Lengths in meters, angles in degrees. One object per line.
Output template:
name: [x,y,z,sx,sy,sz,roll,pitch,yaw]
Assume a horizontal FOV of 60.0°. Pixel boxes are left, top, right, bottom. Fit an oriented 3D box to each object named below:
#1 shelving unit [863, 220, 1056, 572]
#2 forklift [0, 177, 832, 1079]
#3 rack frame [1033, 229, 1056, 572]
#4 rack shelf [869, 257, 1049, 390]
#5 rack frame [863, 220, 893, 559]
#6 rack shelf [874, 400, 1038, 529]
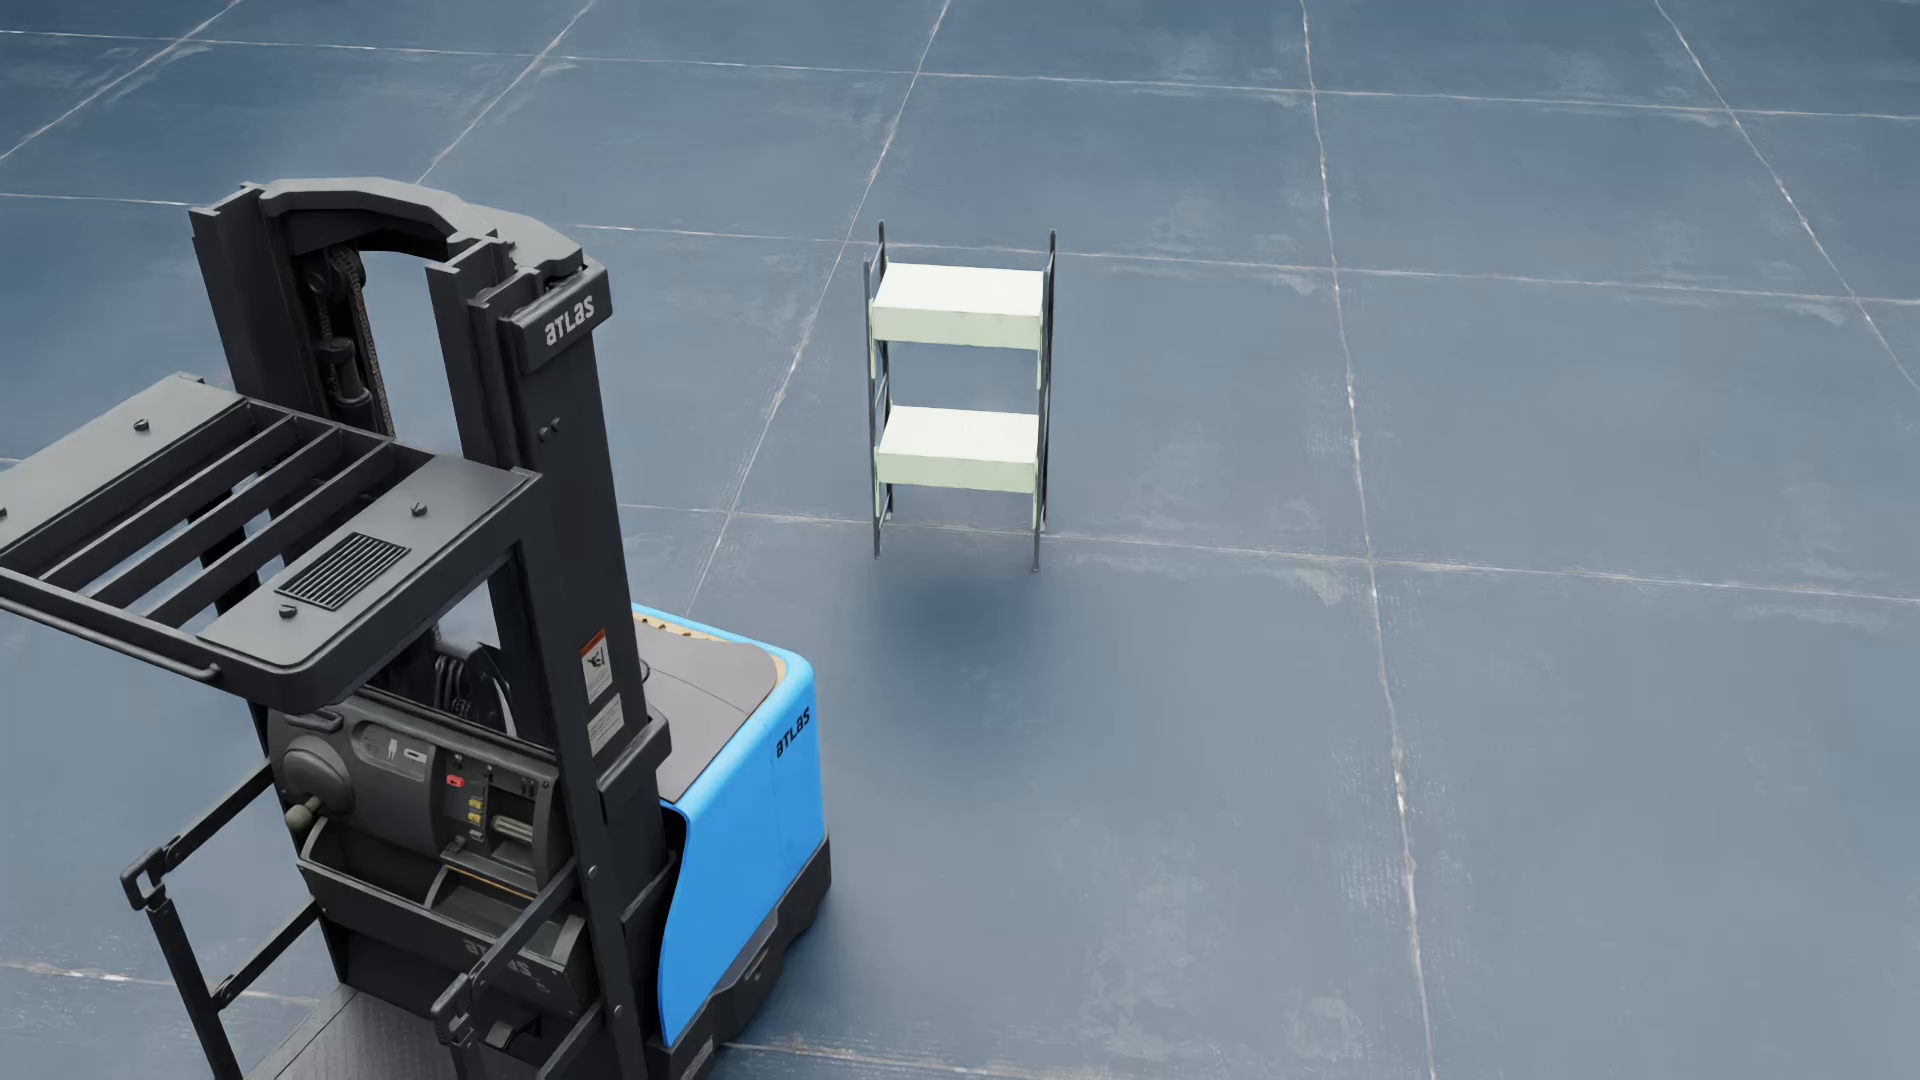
shelving unit: [0.007,-0.610,7.314,0.755,1.500,0.431,4,36,6]
forklift: [-1.540,0.717,4.222,1.130,2.935,3.031,15,38,20]
rack frame: [0.370,-0.583,7.276,0.023,1.500,0.400,4,36,6]
rack shelf: [0.007,-0.928,7.087,0.720,0.370,0.431,4,36,6]
rack frame: [-0.356,-0.637,7.352,0.023,1.500,0.400,4,36,6]
rack shelf: [0.007,-0.345,7.503,0.720,0.370,0.431,4,36,6]
